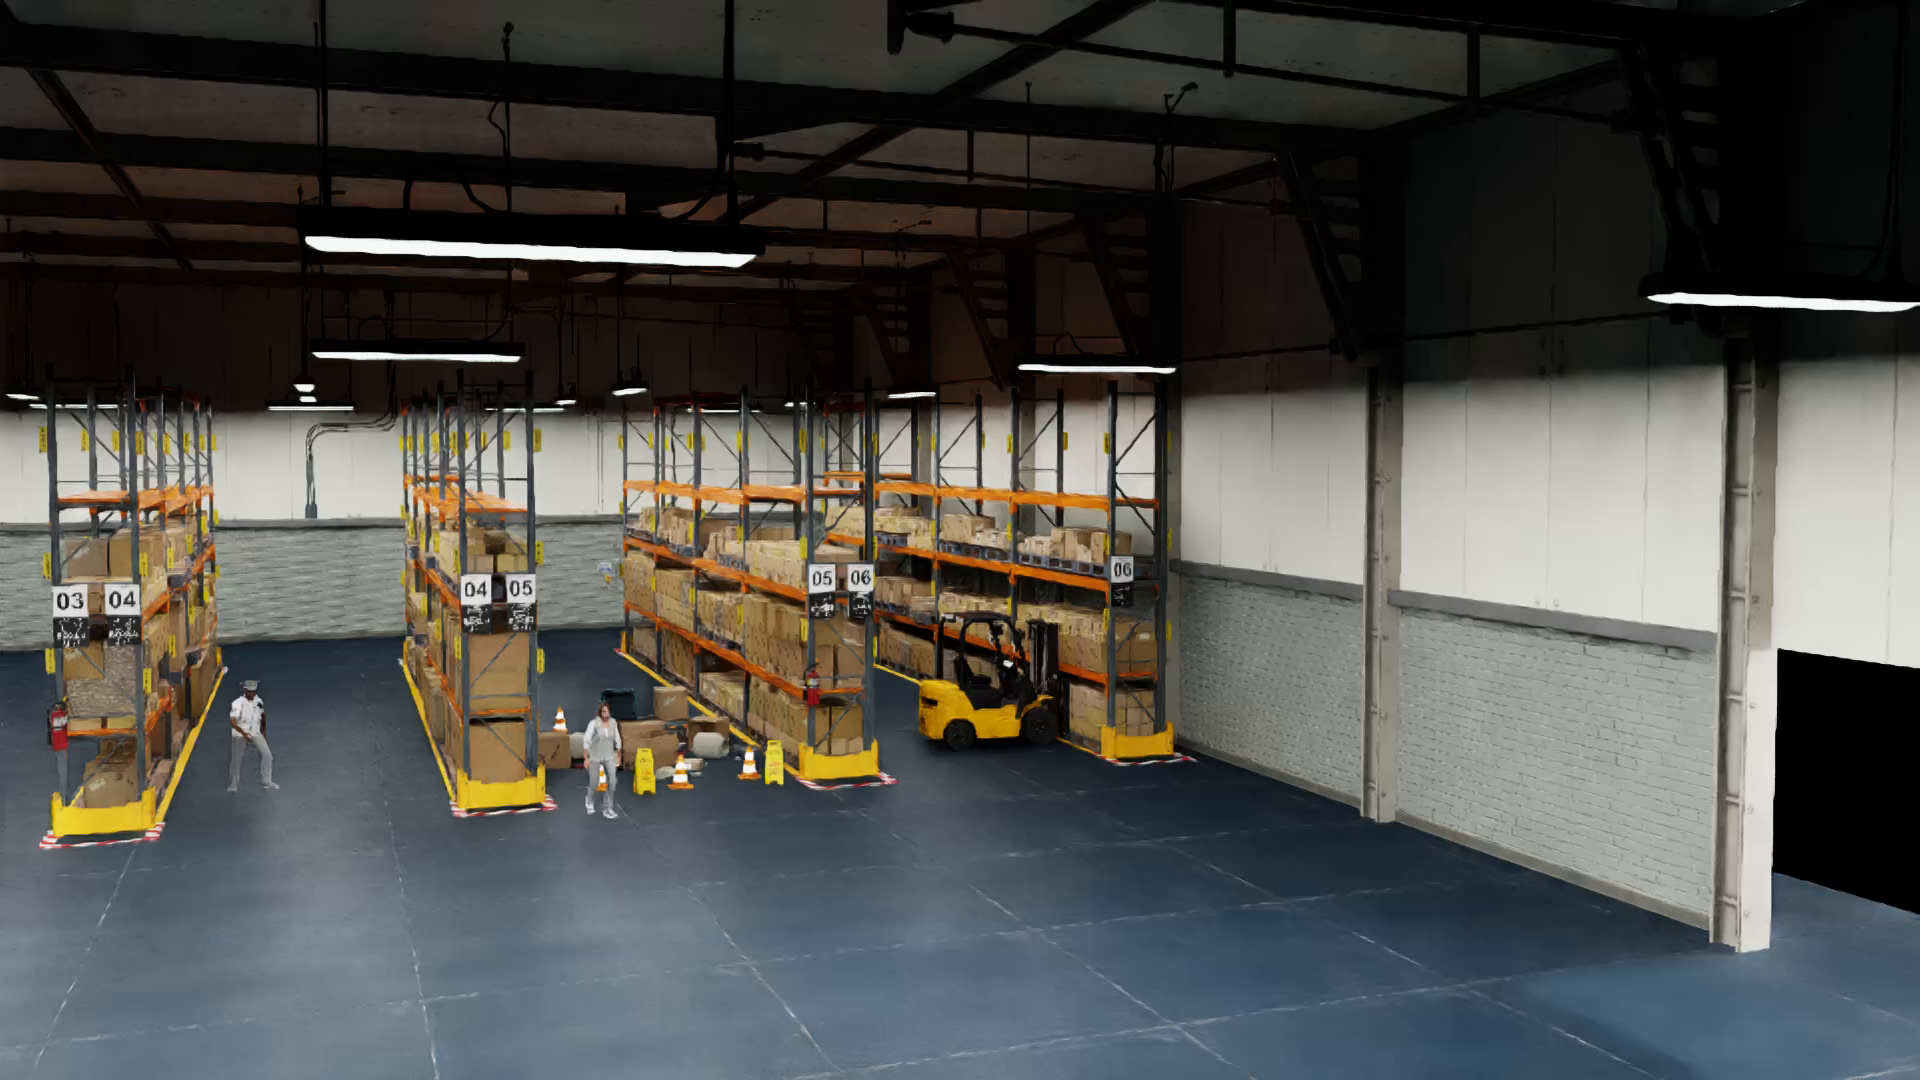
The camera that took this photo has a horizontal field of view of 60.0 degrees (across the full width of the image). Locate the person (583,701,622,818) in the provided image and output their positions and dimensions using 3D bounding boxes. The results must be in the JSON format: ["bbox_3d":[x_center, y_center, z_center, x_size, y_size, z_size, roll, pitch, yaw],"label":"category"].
[{"bbox_3d":[-4.834,2.918,22.343,0.544,1.562,0.614,-2,4,-30],"label":"person"}]

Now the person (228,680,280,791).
[{"bbox_3d":[-10.201,2.794,23.866,0.595,1.619,0.739,-3,5,-43],"label":"person"}]
